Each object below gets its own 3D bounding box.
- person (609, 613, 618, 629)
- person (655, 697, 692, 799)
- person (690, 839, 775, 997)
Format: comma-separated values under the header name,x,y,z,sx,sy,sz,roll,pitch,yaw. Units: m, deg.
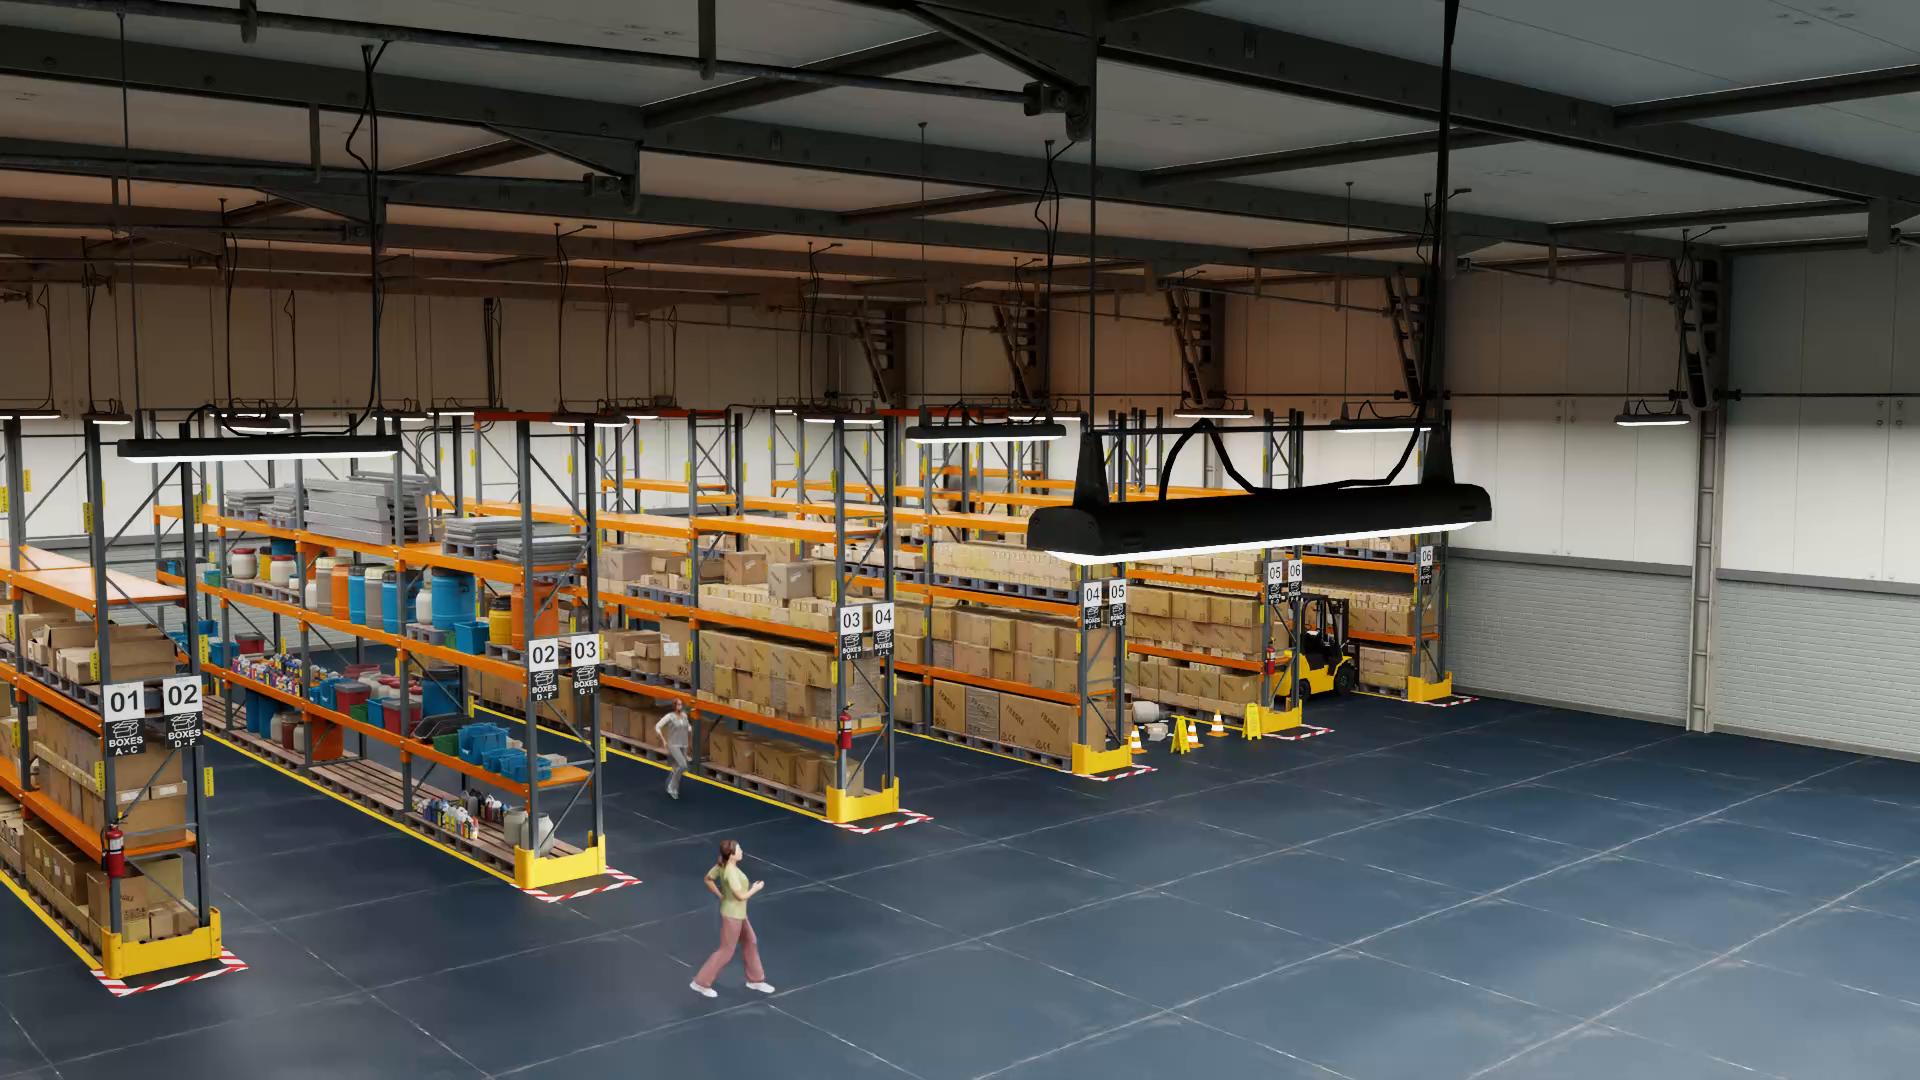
name,x,y,z,sx,sy,sz,roll,pitch,yaw
person,-8.526,1.883,41.285,0.592,1.765,0.759,5,7,43
person,-4.406,3.250,25.964,0.656,1.586,0.506,4,6,39
person,-2.377,3.953,17.347,0.908,1.691,0.561,-1,5,-16
